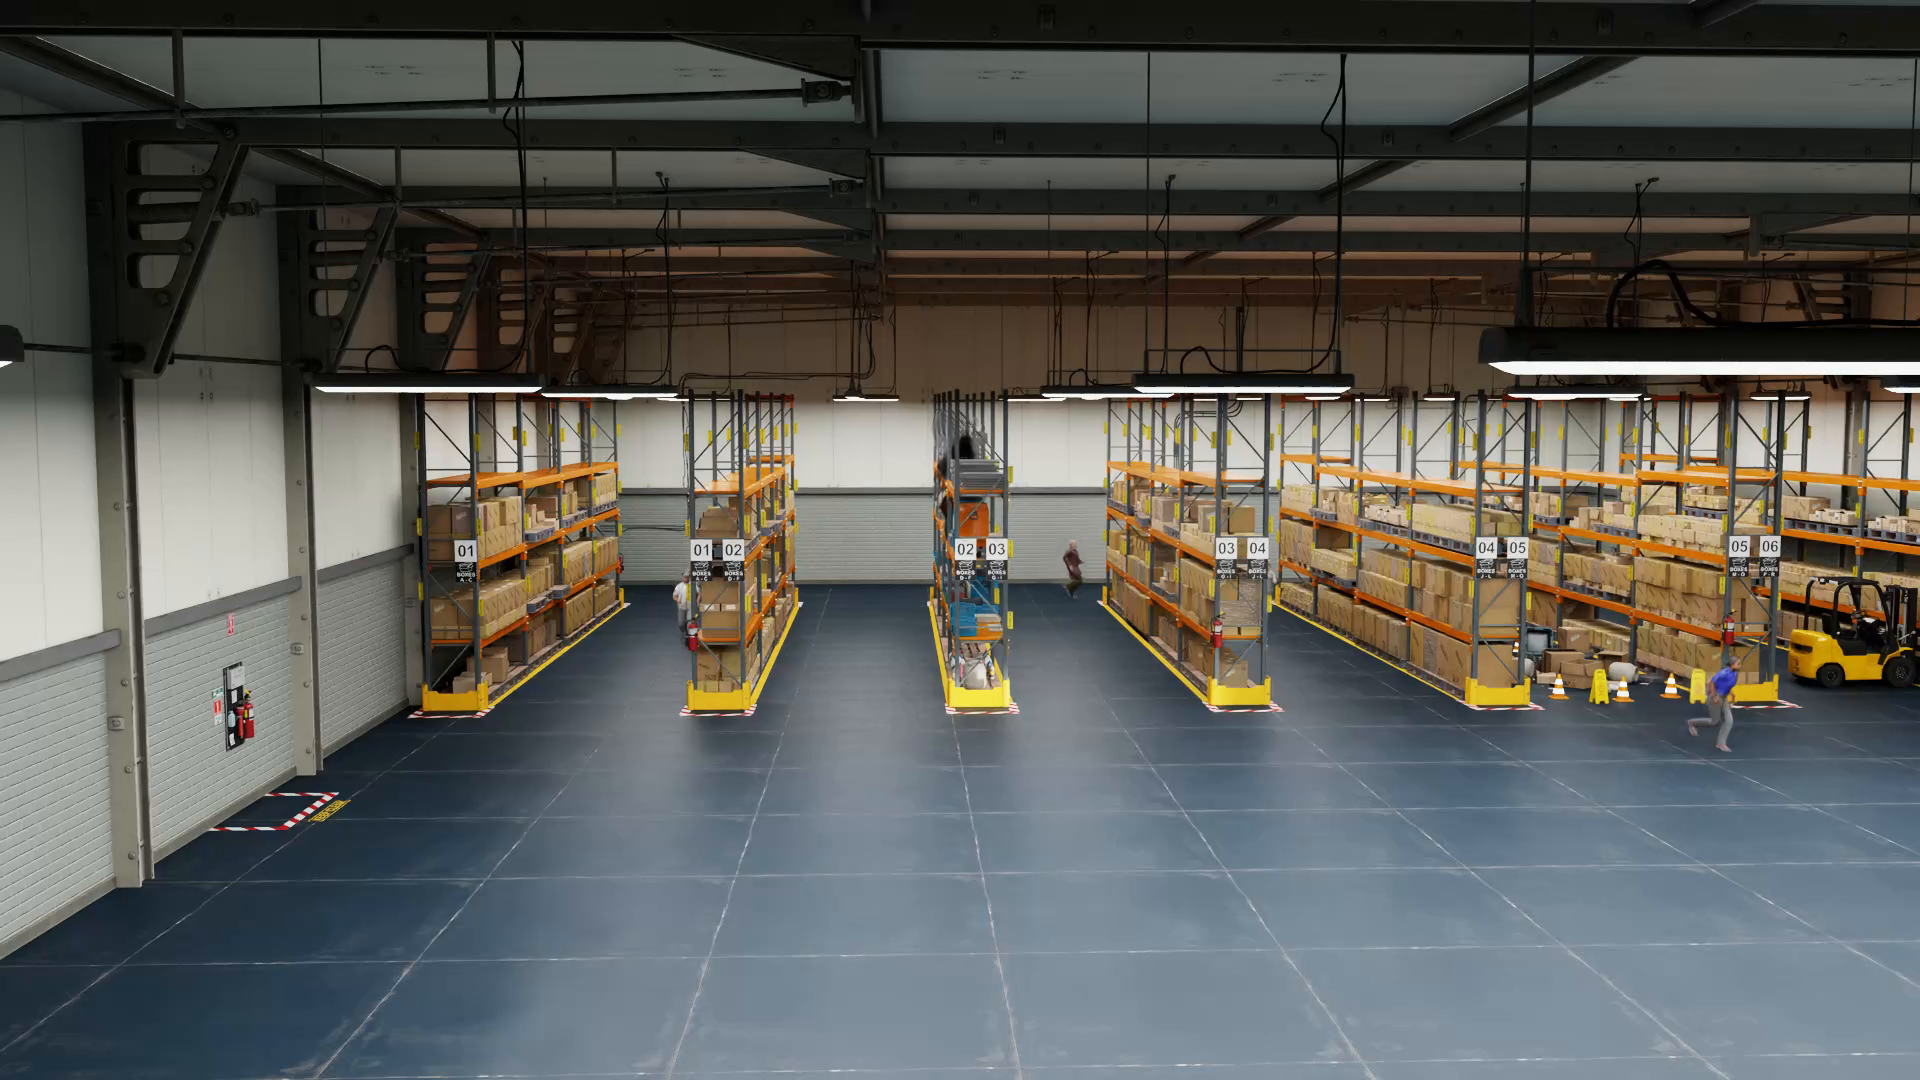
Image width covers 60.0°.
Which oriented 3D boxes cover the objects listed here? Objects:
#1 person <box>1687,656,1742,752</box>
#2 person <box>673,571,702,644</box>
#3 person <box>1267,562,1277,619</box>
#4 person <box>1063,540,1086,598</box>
[{"bbox_3d":[12.586,2.699,27.726,0.575,1.609,0.847,-4,6,-43],"label":"person"},{"bbox_3d":[-6.523,1.610,39.767,0.674,1.735,0.761,-1,5,-6],"label":"person"},{"bbox_3d":[8.060,1.360,43.729,0.504,1.623,0.688,-1,5,-7],"label":"person"},{"bbox_3d":[3.389,0.861,48.967,0.620,1.737,0.697,1,5,16],"label":"person"}]
